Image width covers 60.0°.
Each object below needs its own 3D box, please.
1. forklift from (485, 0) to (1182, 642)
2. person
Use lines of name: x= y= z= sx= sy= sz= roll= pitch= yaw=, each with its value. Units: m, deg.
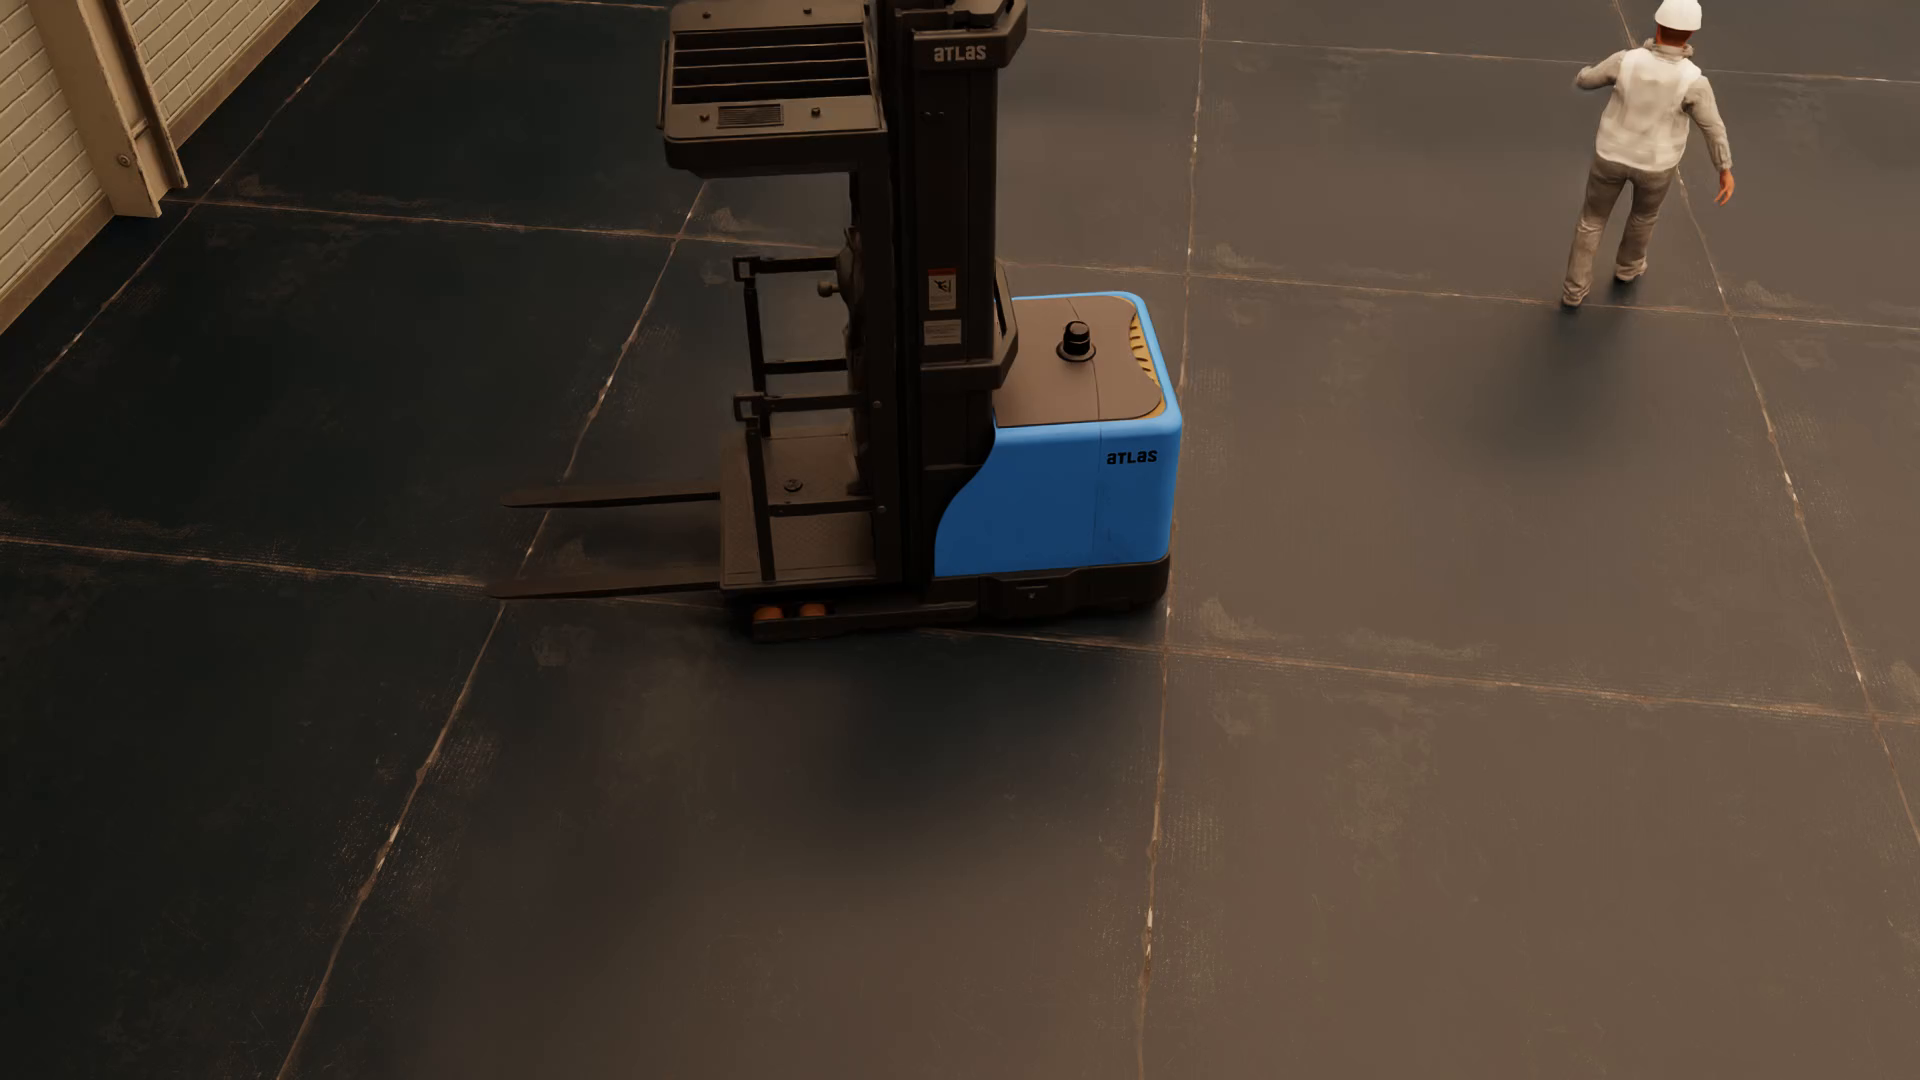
forklift: x=-0.614 y=-1.001 z=6.814 sx=3.031 sy=2.935 sz=1.130 roll=-4 pitch=43 yaw=-4
person: x=3.680 y=-2.091 z=8.893 sx=0.967 sy=1.758 sz=0.721 roll=22 pitch=47 yaw=22
